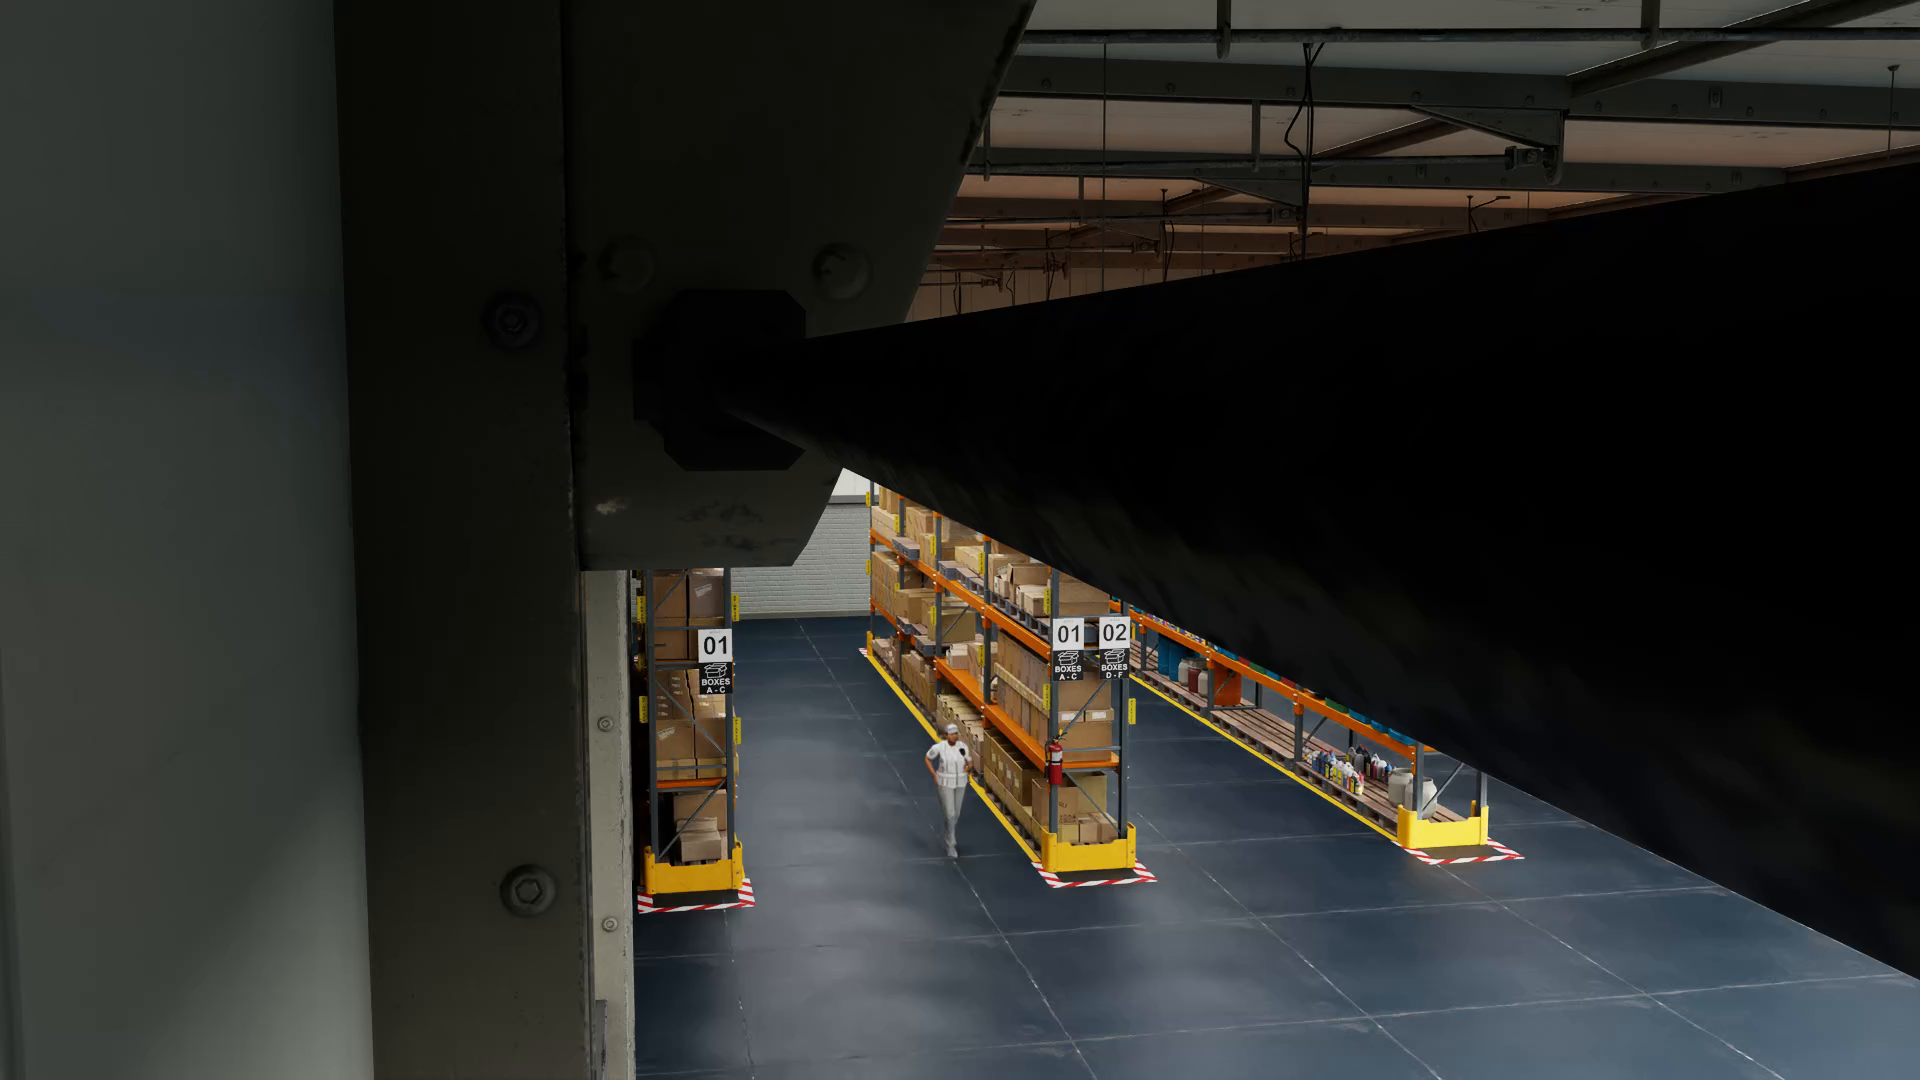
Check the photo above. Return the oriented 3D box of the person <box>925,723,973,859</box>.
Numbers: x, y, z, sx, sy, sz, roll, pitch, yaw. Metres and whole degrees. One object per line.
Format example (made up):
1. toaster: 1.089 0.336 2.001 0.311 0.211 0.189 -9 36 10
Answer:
1. person: -0.117 3.241 21.734 0.586 1.721 0.736 -3 7 -25

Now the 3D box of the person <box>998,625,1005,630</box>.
1. person: 1.100 1.897 34.504 0.691 1.712 0.709 -3 7 -25
